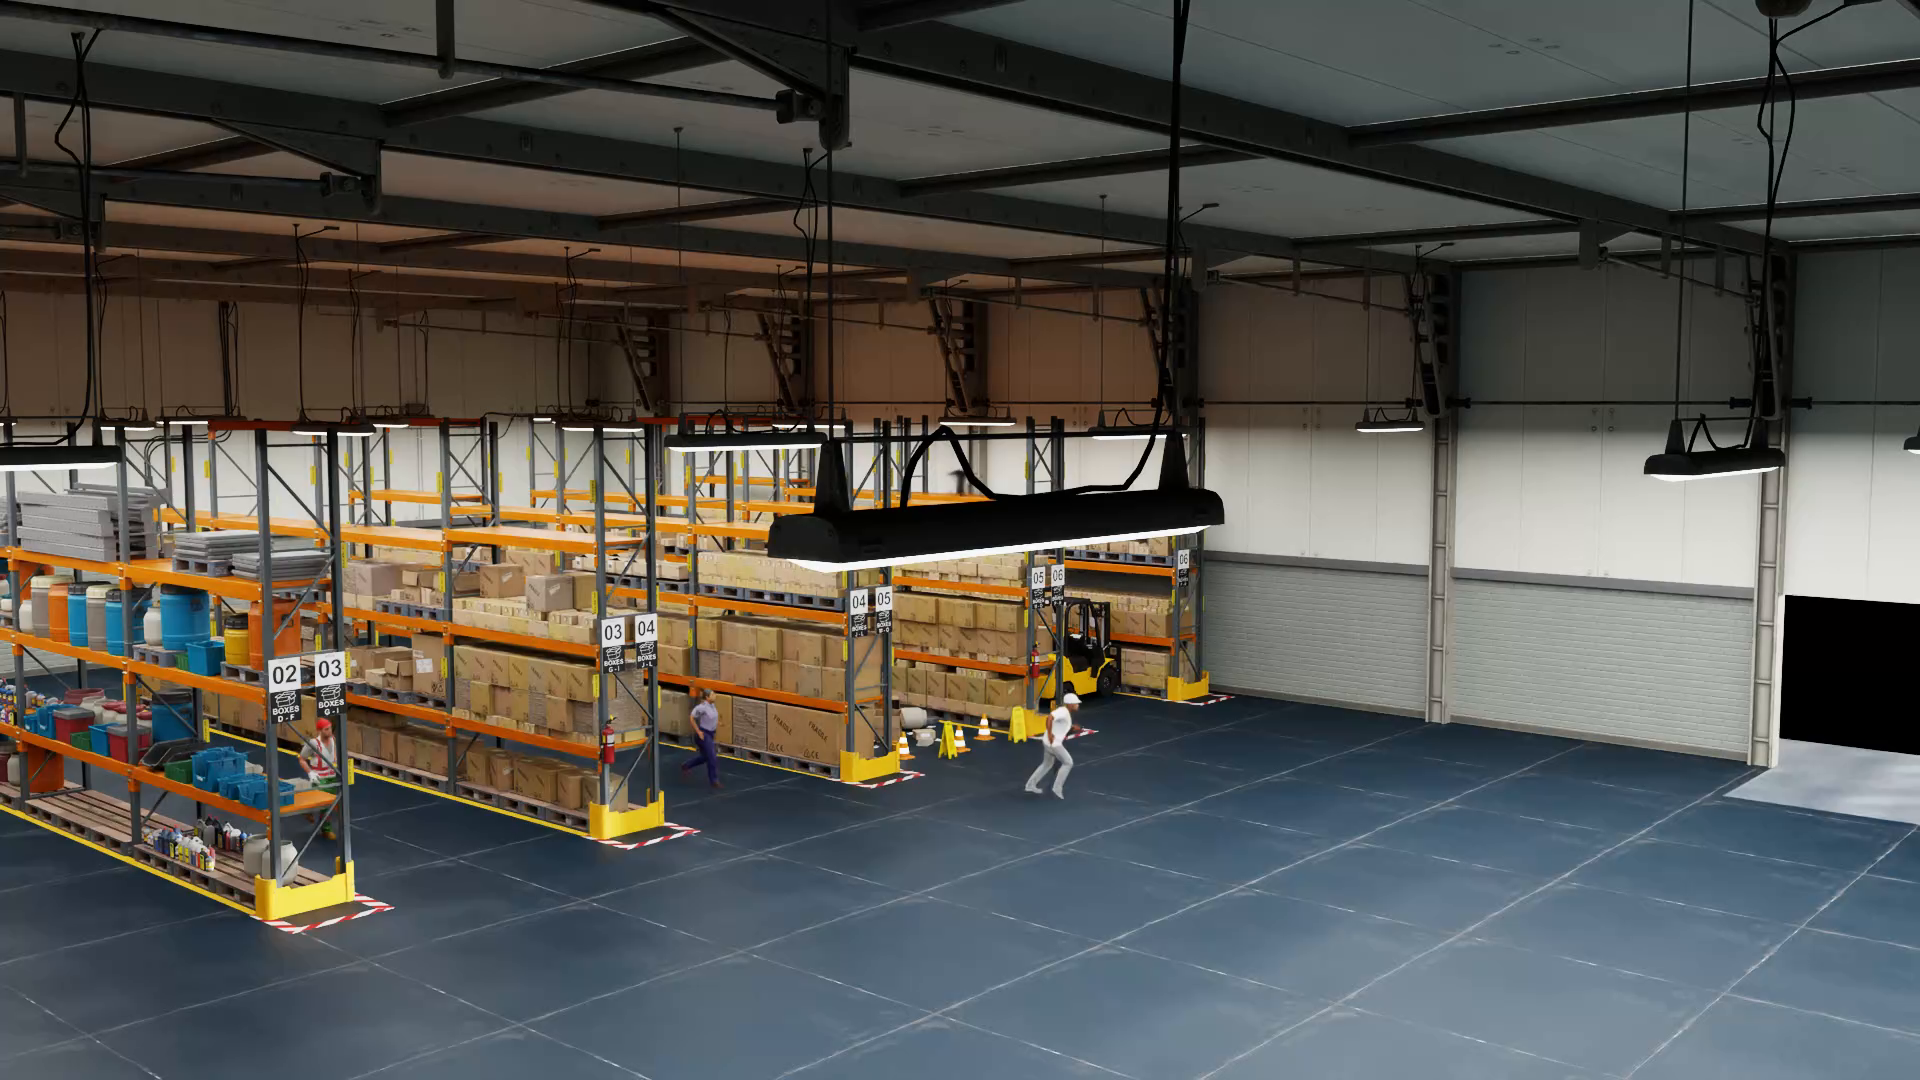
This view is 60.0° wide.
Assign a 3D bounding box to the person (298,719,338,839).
[{"bbox_3d":[-9.341,3.458,24.224,0.699,1.761,0.686,3,6,31],"label":"person"}]

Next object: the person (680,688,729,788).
[{"bbox_3d":[-4.250,3.259,27.406,0.852,1.659,0.586,1,5,15],"label":"person"}]

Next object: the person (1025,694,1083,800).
[{"bbox_3d":[1.503,3.318,26.559,0.923,1.745,0.734,0,5,0],"label":"person"}]
